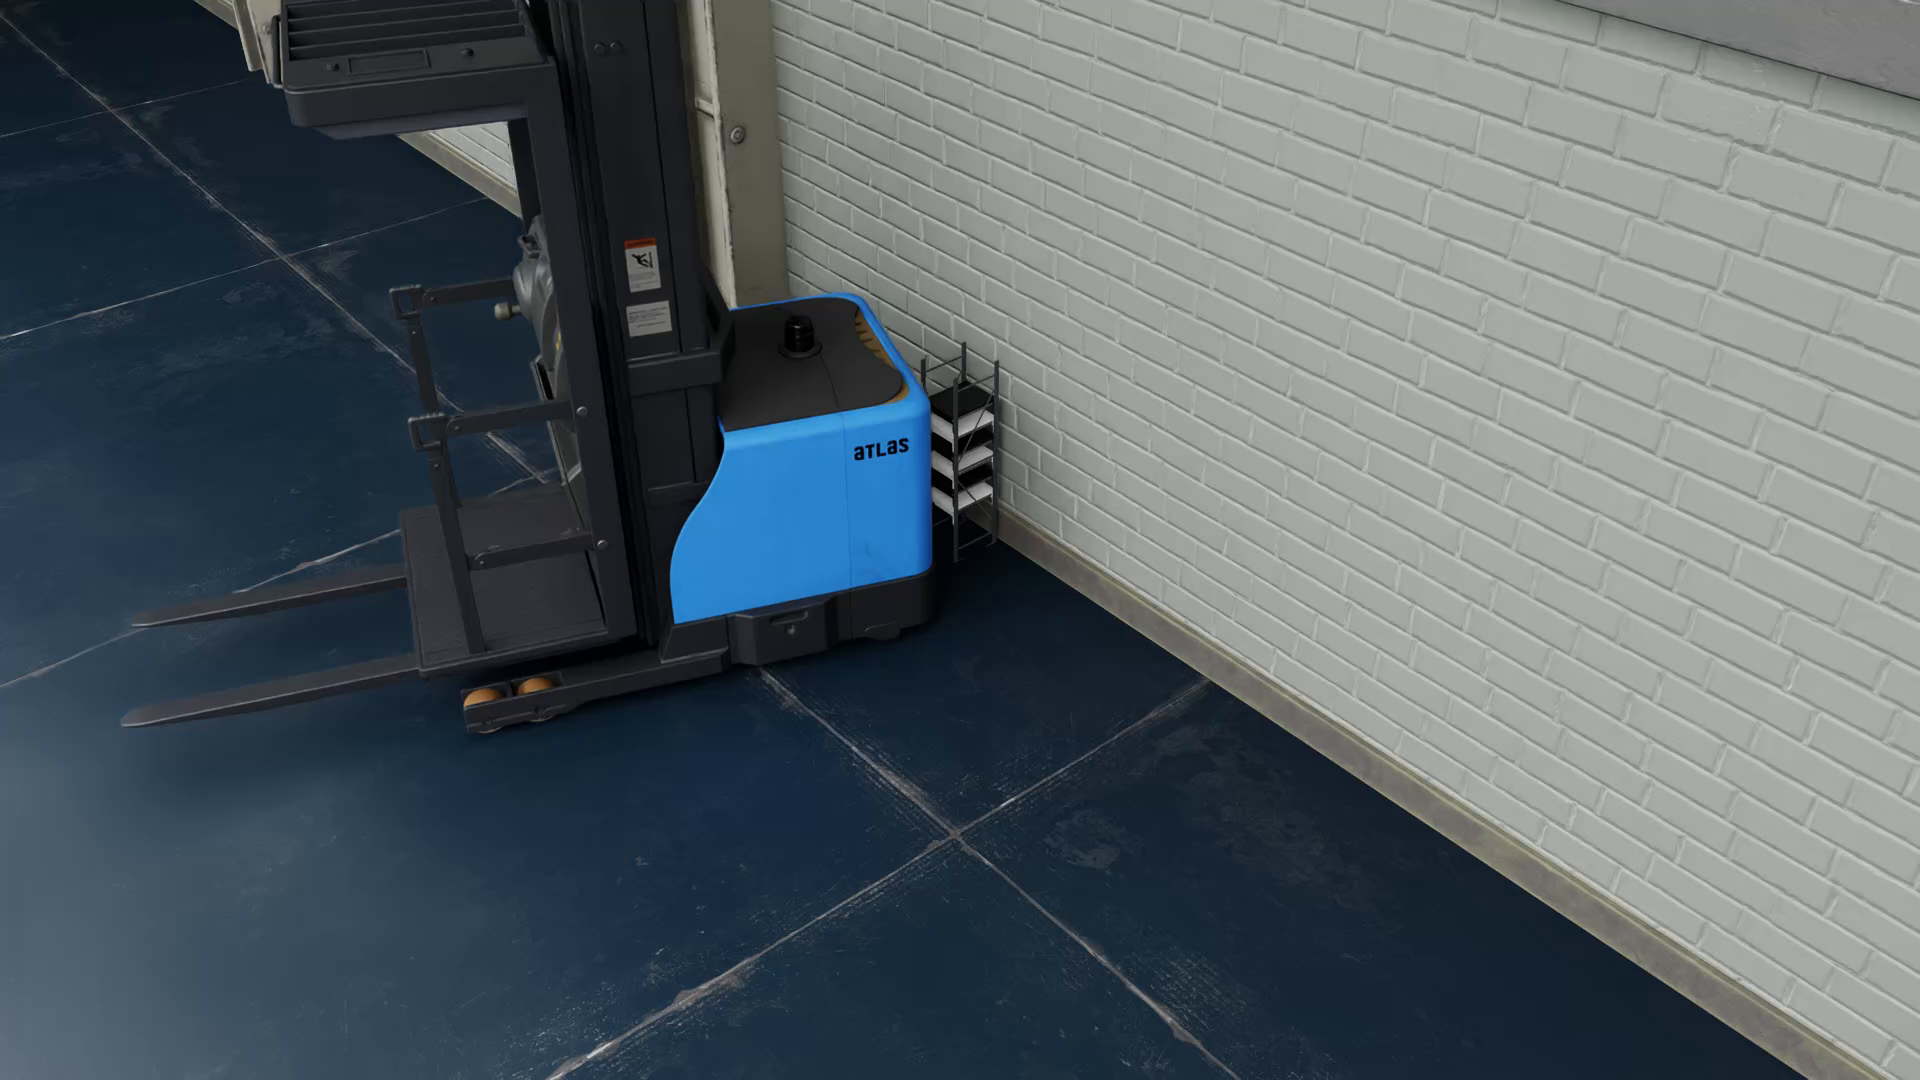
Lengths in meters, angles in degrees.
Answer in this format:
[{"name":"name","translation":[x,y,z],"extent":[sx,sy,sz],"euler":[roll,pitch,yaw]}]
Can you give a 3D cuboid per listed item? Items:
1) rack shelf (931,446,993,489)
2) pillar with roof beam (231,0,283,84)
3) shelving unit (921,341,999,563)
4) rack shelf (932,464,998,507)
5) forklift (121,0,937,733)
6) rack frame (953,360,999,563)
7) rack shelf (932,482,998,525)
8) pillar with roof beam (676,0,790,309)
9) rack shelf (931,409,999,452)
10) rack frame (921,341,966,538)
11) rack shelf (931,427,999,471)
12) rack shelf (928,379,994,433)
[{"name":"rack shelf","translation":[-0.001,-0.332,6.999],"extent":[0.258,0.077,0.200],"euler":[-26,43,-32]},{"name":"pillar with roof beam","translation":[-8.211,-5.453,7.164],"extent":[9.100,9.000,0.400],"euler":[-26,43,-32]},{"name":"shelving unit","translation":[-0.001,-0.360,6.979],"extent":[0.258,0.900,0.210],"euler":[-26,43,-32]},{"name":"rack shelf","translation":[-0.001,-0.259,7.051],"extent":[0.258,0.077,0.200],"euler":[-26,43,-32]},{"name":"forklift","translation":[-1.669,-0.818,5.869],"extent":[3.031,2.935,1.130],"euler":[-11,37,-15]},{"name":"rack frame","translation":[0.066,-0.315,6.916],"extent":[0.240,0.900,0.006],"euler":[-26,43,-32]},{"name":"rack shelf","translation":[-0.001,-0.186,7.103],"extent":[0.258,0.077,0.200],"euler":[-26,43,-32]},{"name":"pillar with roof beam","translation":[-4.339,-2.804,3.423],"extent":[9.100,9.000,0.400],"euler":[-26,43,-32]},{"name":"rack shelf","translation":[-0.001,-0.479,6.894],"extent":[0.258,0.077,0.200],"euler":[-26,43,-32]},{"name":"rack frame","translation":[-0.067,-0.404,7.042],"extent":[0.240,0.900,0.006],"euler":[-26,43,-32]},{"name":"rack shelf","translation":[-0.001,-0.406,6.947],"extent":[0.258,0.077,0.200],"euler":[-26,43,-32]},{"name":"rack shelf","translation":[-0.001,-0.553,6.842],"extent":[0.258,0.077,0.200],"euler":[-26,43,-32]}]
